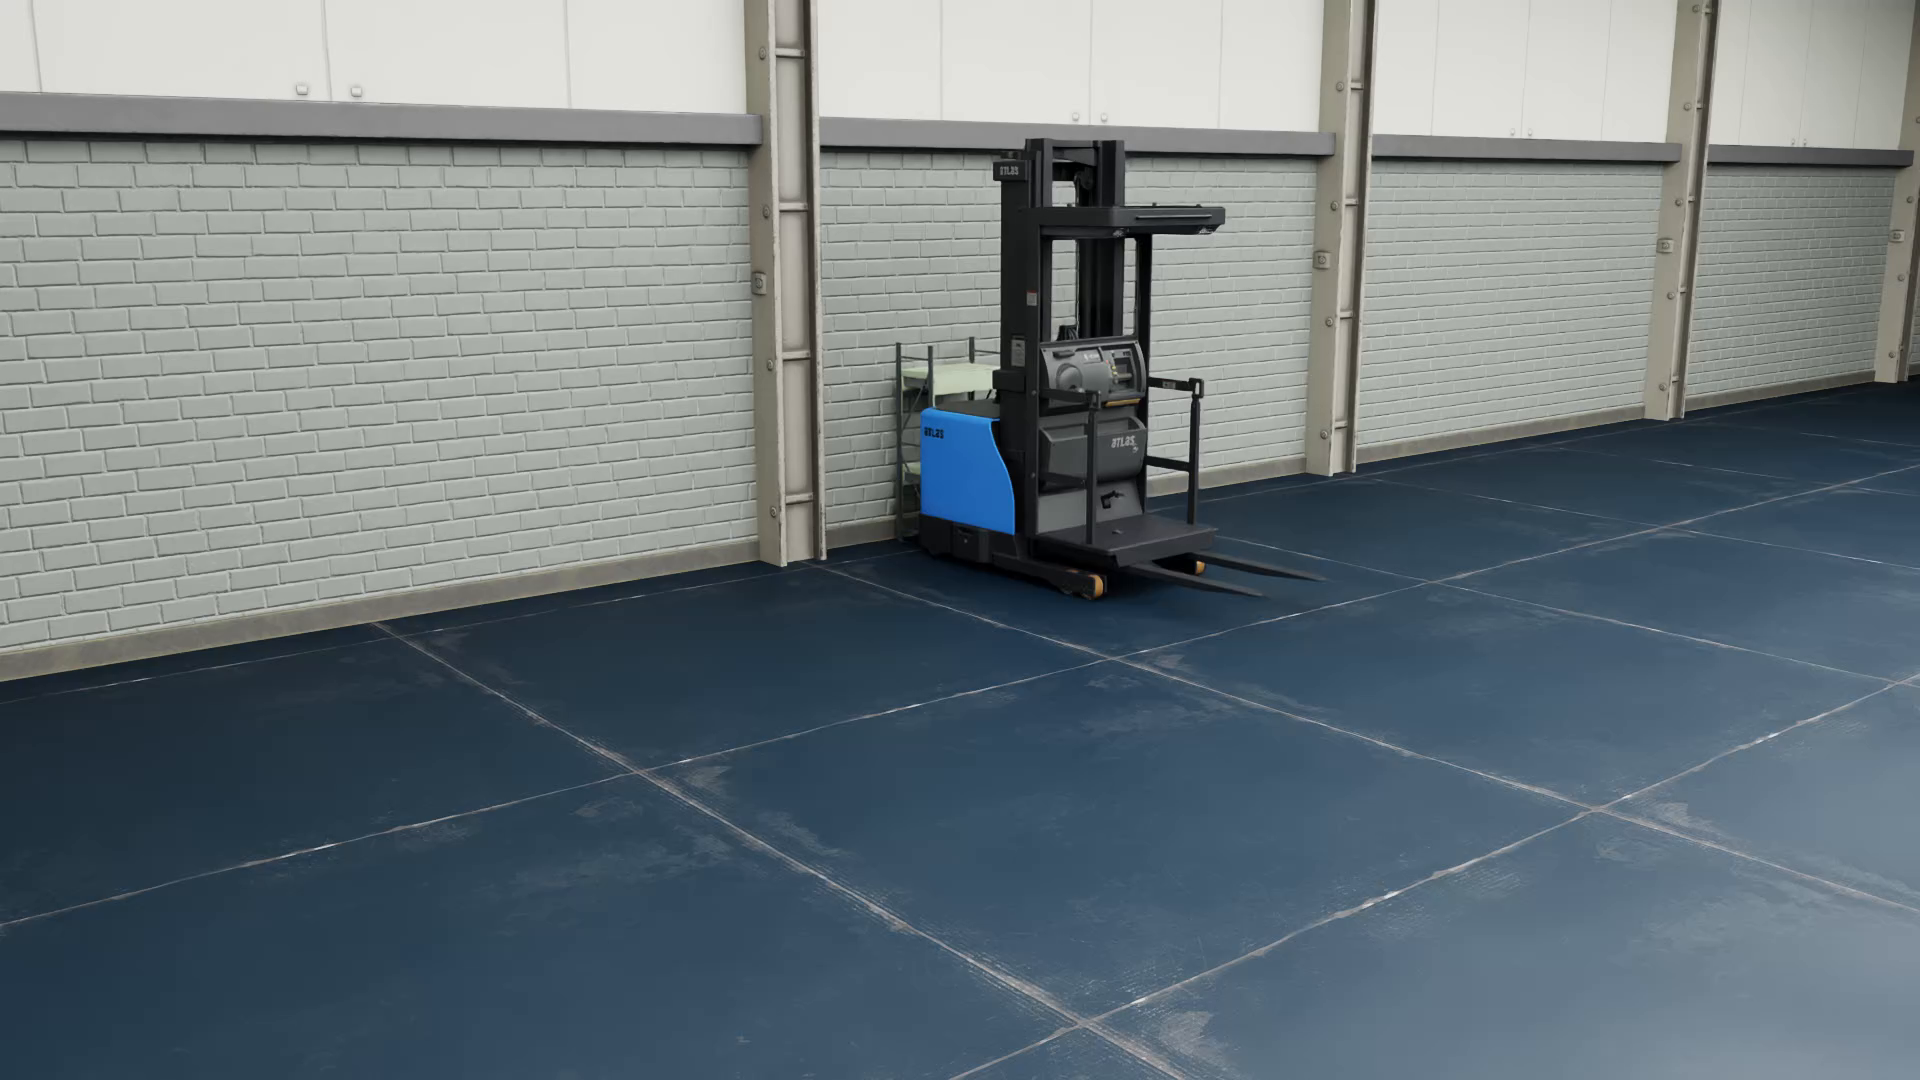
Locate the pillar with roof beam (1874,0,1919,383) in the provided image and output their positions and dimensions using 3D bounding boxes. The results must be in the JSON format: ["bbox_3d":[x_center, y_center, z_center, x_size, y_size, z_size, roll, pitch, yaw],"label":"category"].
[{"bbox_3d":[15.537,-5.902,18.758,0.400,9.000,9.100,-9,15,-38],"label":"pillar with roof beam"}]

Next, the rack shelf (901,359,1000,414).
[{"bbox_3d":[-0.060,-1.130,12.459,0.720,0.370,0.431,-10,16,-41],"label":"rack shelf"}]

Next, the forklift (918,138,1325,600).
[{"bbox_3d":[1.045,-1.165,11.057,1.130,2.935,3.031,-10,16,-40],"label":"forklift"}]

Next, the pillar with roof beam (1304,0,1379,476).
[{"bbox_3d":[6.167,-4.345,11.425,0.400,9.000,9.100,-9,15,-38],"label":"pillar with roof beam"}]

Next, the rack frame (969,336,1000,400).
[{"bbox_3d":[0.214,-0.799,12.778,0.023,1.500,0.400,-10,16,-41],"label":"rack frame"}]

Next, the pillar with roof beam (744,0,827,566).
[{"bbox_3d":[1.482,-3.566,7.759,0.400,9.000,9.100,-9,15,-38],"label":"pillar with roof beam"}]

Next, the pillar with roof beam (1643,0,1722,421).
[{"bbox_3d":[10.852,-5.123,15.092,0.400,9.000,9.100,-9,15,-38],"label":"pillar with roof beam"}]

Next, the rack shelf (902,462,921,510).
[{"bbox_3d":[-0.060,-0.429,12.608,0.720,0.370,0.431,-10,16,-41],"label":"rack shelf"}]

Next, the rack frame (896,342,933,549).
[{"bbox_3d":[-0.333,-0.697,12.302,0.023,1.500,0.400,-10,16,-41],"label":"rack frame"}]

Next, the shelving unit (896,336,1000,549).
[{"bbox_3d":[-0.060,-0.748,12.540,0.755,1.500,0.431,-10,16,-41],"label":"shelving unit"}]
